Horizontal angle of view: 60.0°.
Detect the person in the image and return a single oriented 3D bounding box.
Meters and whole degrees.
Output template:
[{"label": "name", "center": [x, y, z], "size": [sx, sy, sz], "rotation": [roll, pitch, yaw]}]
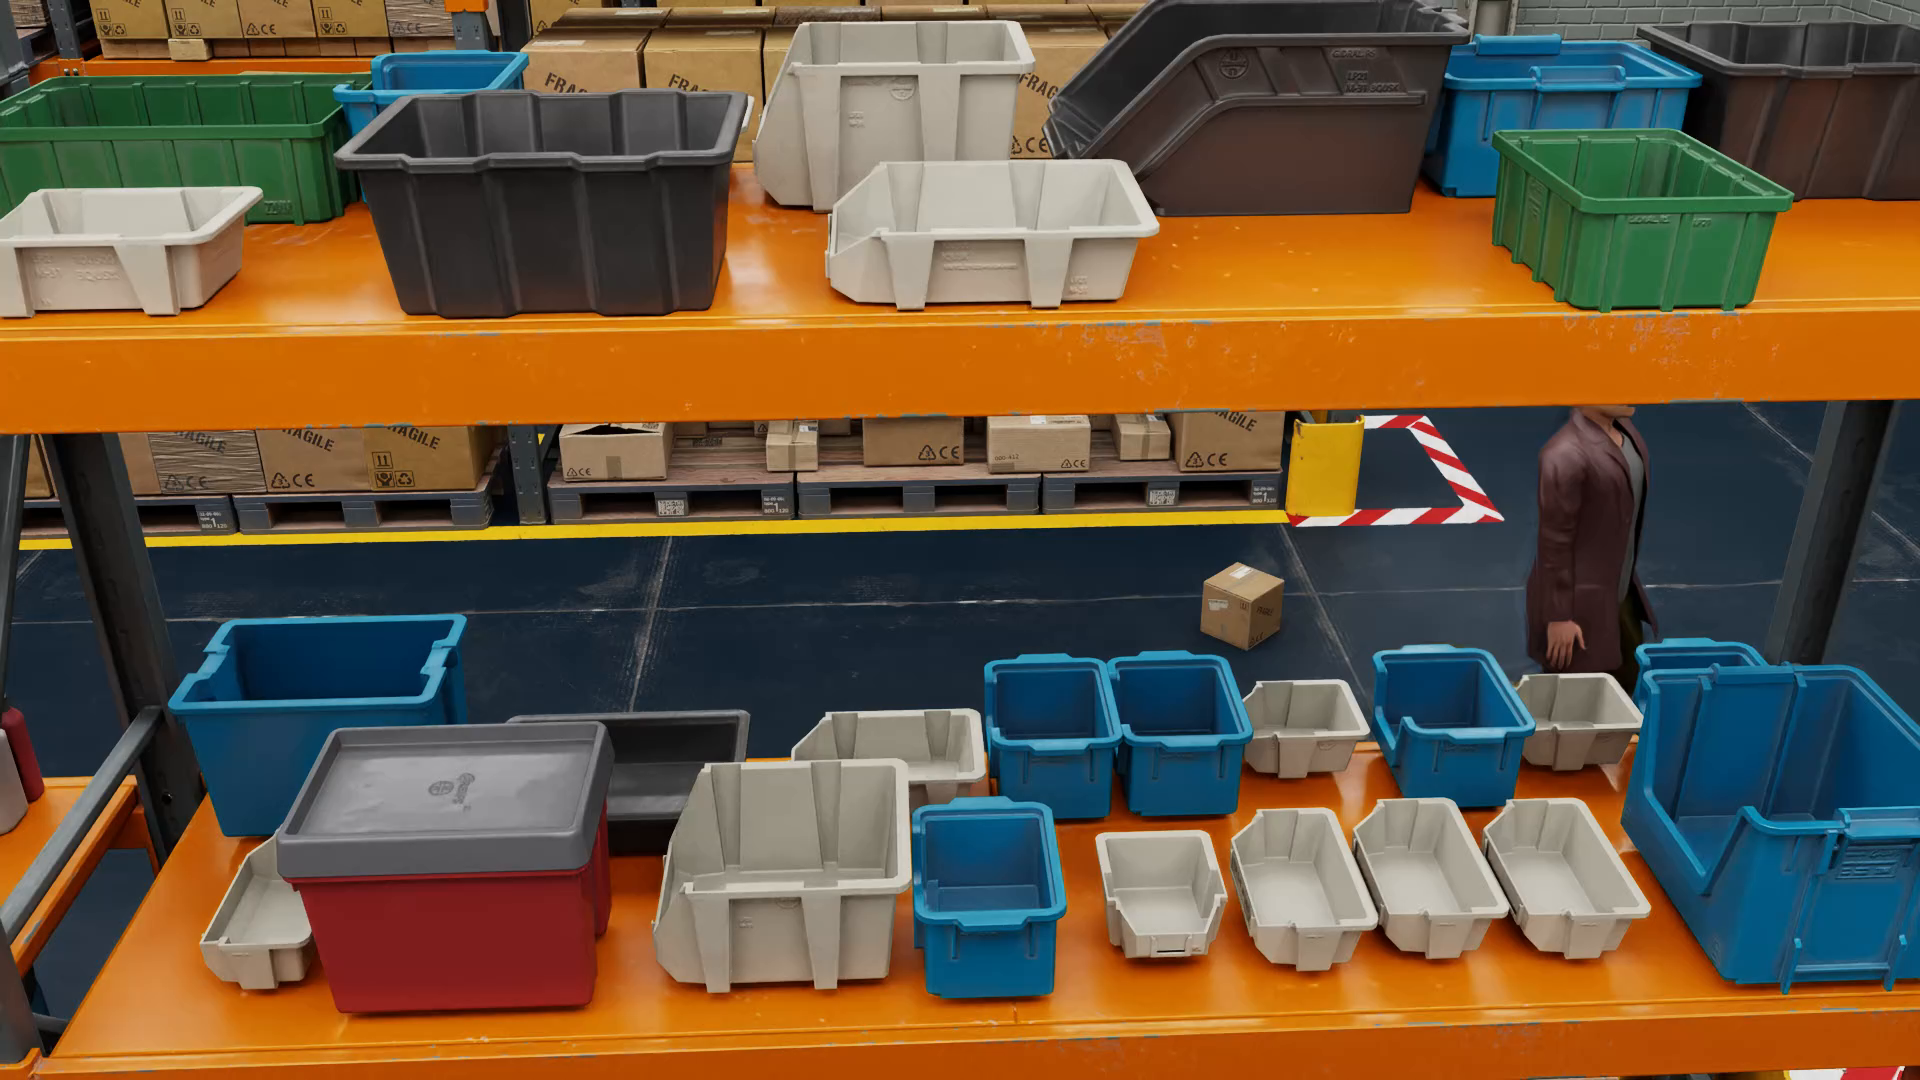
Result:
[{"label": "person", "center": [2.131, 0.166, 5.761], "size": [0.573, 1.766, 0.596], "rotation": [23, 35, 37]}]
